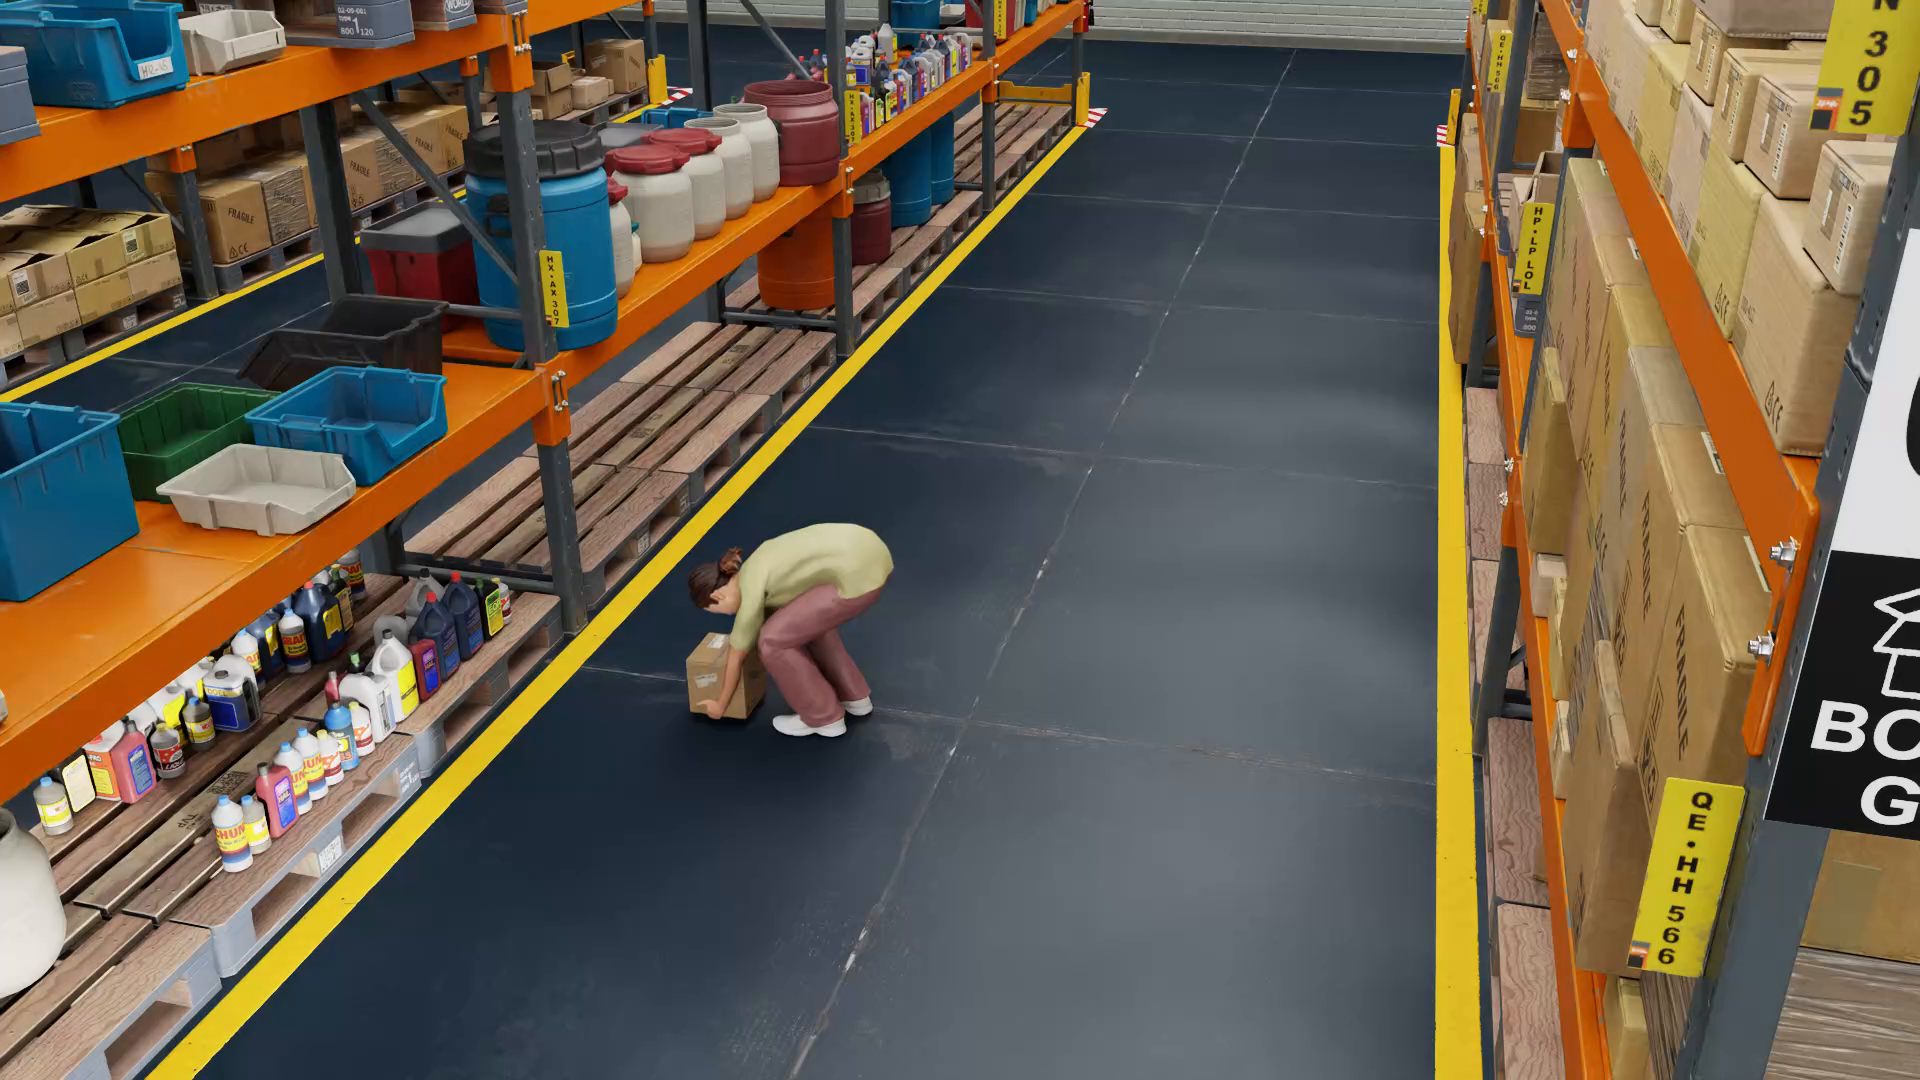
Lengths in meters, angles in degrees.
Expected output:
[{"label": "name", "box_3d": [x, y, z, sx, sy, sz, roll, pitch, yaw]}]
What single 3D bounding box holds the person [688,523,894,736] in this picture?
[{"label": "person", "box_3d": [-0.694, 0.370, 6.815, 0.848, 0.829, 0.460, 5, 26, 11]}]
